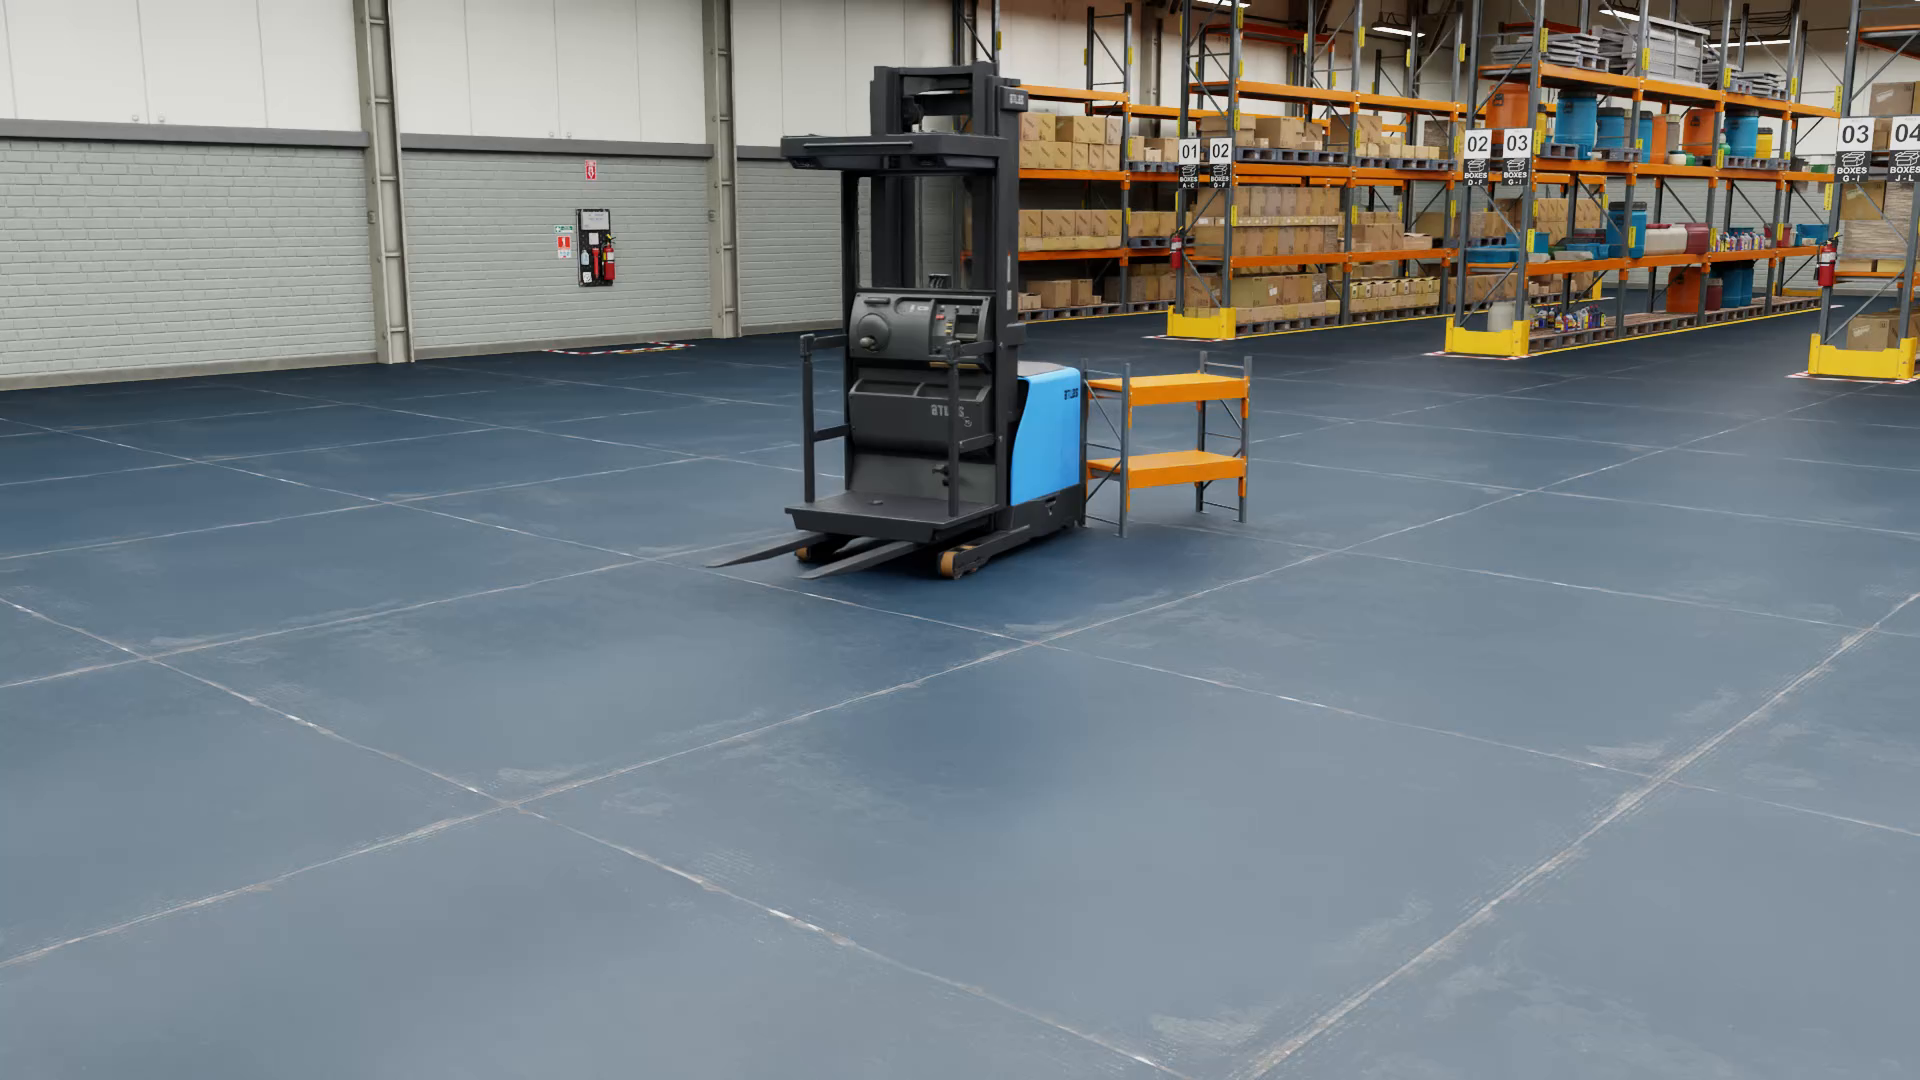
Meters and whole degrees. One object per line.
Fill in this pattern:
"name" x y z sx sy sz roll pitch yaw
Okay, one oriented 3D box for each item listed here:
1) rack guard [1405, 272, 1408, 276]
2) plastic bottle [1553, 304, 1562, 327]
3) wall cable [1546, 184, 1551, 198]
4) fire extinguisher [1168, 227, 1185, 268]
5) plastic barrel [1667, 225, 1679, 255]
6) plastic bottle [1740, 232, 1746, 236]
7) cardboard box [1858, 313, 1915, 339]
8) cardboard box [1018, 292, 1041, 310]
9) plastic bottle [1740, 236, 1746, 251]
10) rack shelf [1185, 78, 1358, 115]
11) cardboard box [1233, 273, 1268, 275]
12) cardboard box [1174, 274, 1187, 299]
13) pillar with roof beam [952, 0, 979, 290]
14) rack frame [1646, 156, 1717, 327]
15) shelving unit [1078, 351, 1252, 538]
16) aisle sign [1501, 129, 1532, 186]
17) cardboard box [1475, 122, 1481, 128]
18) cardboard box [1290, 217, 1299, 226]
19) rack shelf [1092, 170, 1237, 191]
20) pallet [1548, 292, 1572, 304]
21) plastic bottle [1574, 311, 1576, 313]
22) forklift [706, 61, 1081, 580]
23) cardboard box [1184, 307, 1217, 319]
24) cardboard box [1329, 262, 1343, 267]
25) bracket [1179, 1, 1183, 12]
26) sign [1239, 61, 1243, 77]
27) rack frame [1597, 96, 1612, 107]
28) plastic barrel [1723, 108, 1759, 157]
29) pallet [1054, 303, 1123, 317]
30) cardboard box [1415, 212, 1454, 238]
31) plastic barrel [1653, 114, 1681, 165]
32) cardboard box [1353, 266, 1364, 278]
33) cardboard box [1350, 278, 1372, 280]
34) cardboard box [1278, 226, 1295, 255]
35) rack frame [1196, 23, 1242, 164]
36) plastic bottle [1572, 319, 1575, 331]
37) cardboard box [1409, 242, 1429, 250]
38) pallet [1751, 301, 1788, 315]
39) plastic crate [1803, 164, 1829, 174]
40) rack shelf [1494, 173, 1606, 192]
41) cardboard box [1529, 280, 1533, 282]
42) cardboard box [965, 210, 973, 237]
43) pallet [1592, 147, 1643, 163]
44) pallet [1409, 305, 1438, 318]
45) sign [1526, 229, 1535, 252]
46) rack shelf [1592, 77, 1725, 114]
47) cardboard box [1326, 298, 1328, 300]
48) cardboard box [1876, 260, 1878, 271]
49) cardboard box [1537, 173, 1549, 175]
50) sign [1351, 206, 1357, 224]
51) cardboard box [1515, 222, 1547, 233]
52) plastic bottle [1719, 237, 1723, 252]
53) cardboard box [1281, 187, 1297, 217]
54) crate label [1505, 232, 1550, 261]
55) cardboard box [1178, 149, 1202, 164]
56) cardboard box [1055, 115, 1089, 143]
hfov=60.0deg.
"rack guard" 10.867 -6.620 42.578 1.175 0.500 0.348 10 15 40
"plastic bottle" 9.635 -3.629 26.860 0.144 0.351 0.185 10 15 40
"wall cable" 14.853 -10.047 45.967 3.097 2.526 0.112 10 15 40
"fire extinguisher" 3.586 -4.853 27.547 0.296 0.674 0.183 10 15 40
"plastic barrel" 12.215 -5.198 28.792 0.421 0.512 0.421 0 11 0
"plastic bottle" 15.061 -5.762 32.029 0.144 0.351 0.185 10 15 40
"cardboard box" 12.245 -2.729 22.026 0.500 0.500 0.500 -7 13 -33
"cardboard box" 1.190 -4.559 31.621 0.500 0.311 0.500 -11 15 -43
"plastic bottle" 14.819 -5.630 31.558 0.152 0.276 0.135 10 15 40
"rack shelf" 5.333 -7.535 28.321 1.077 0.370 4.000 10 15 40
"cardboard box" 5.123 -4.413 29.181 0.500 0.500 0.500 10 15 40
"cardboard box" 4.400 -5.405 35.371 0.700 0.500 0.500 10 15 40
"pillar with roof beam" 3.335 -8.088 28.231 9.100 9.000 0.400 10 15 40
"rack frame" 13.012 -5.384 30.009 1.000 3.000 0.127 10 15 40
"shelving unit" 1.371 -0.659 11.141 1.048 1.125 0.538 -7 13 -31
"aisle sign" 7.904 -5.433 23.619 0.394 0.787 0.004 10 15 40
"cardboard box" 10.260 -8.249 33.886 0.500 0.500 0.500 10 15 40
"cardboard box" 5.622 -5.510 28.728 0.380 0.149 0.250 10 15 42
"rack shelf" 4.250 -7.489 34.726 1.077 0.370 4.000 10 15 40
"pallet" 13.193 -5.527 37.846 1.003 0.211 1.213 10 15 40
"plastic bottle" 9.729 -3.481 26.293 0.061 0.283 0.133 10 15 40
"forklift" -0.344 -1.311 9.791 1.130 2.935 3.031 6 13 28
"cardboard box" 4.145 -3.823 28.140 0.500 0.250 0.500 10 15 40
"cardboard box" 9.144 -6.675 40.128 0.380 0.149 0.250 10 15 42
"bracket" 4.603 -11.308 35.160 0.235 0.232 0.430 10 15 40
"sign" 5.984 -10.035 35.392 0.100 0.325 0.005 10 15 40
"rack frame" 14.575 -10.144 38.524 1.000 3.000 0.127 10 15 40
"plastic barrel" 14.641 -7.624 31.216 0.600 0.901 0.708 10 15 40
"pallet" 2.513 -4.606 33.231 1.003 0.211 1.213 10 15 40
"cardboard box" 9.625 -6.387 33.704 0.700 0.500 0.500 4 12 21
"plastic barrel" 12.307 -7.008 29.202 0.600 0.901 0.600 0 11 0
"cardboard box" 9.456 -6.479 40.802 0.700 0.500 0.500 10 15 42
"cardboard box" 7.710 -4.890 32.050 0.500 0.311 0.500 10 15 40
"cardboard box" 5.350 -5.192 28.793 0.700 0.500 0.500 10 15 42
"rack frame" 5.570 -9.607 35.835 1.000 3.000 0.127 10 15 40
"plastic bottle" 9.520 -3.357 25.880 0.097 0.201 0.097 0 11 0
"cardboard box" 8.908 -5.734 32.402 0.380 0.149 0.250 10 15 40
"pallet" 16.109 -4.718 33.796 1.003 0.211 1.213 10 15 40
"plastic crate" 17.856 -7.746 34.718 0.450 0.188 0.336 10 15 40
"rack shelf" 13.254 -8.026 37.415 1.077 0.370 4.000 10 15 40
"cardboard box" 12.592 -5.742 37.541 0.500 0.311 0.500 10 15 40
"cardboard box" 0.441 -5.889 30.954 0.500 0.500 0.500 10 15 40
"pallet" 9.969 -6.055 26.193 1.213 0.211 1.003 10 15 40
"pallet" 8.721 -4.542 32.910 1.003 0.211 1.213 10 15 40
"sign" 8.142 -4.271 23.730 0.100 0.325 0.005 10 15 40
"rack shelf" 11.692 -7.483 28.058 1.077 0.370 4.000 10 15 40
"cardboard box" 6.709 -4.393 30.993 0.500 0.250 0.500 10 15 40
"cardboard box" 11.650 -3.549 21.462 0.380 0.149 0.250 10 15 40
"cardboard box" 12.441 -8.050 36.084 0.500 0.250 0.500 10 15 40
"sign" 7.071 -5.828 29.821 0.100 0.325 0.005 10 15 40
"cardboard box" 12.475 -6.702 36.354 0.500 0.500 0.500 10 15 42
"plastic bottle" 13.969 -5.431 30.540 0.061 0.283 0.133 10 15 40
"cardboard box" 5.371 -5.834 28.695 0.700 0.500 0.500 10 15 40
"crate label" 8.743 -4.530 25.644 0.502 0.435 0.616 10 15 40
"cardboard box" 4.645 -8.018 35.222 0.637 0.503 0.797 -10 15 -40
"cardboard box" 2.112 -7.828 31.726 0.500 0.500 0.500 9 14 38
